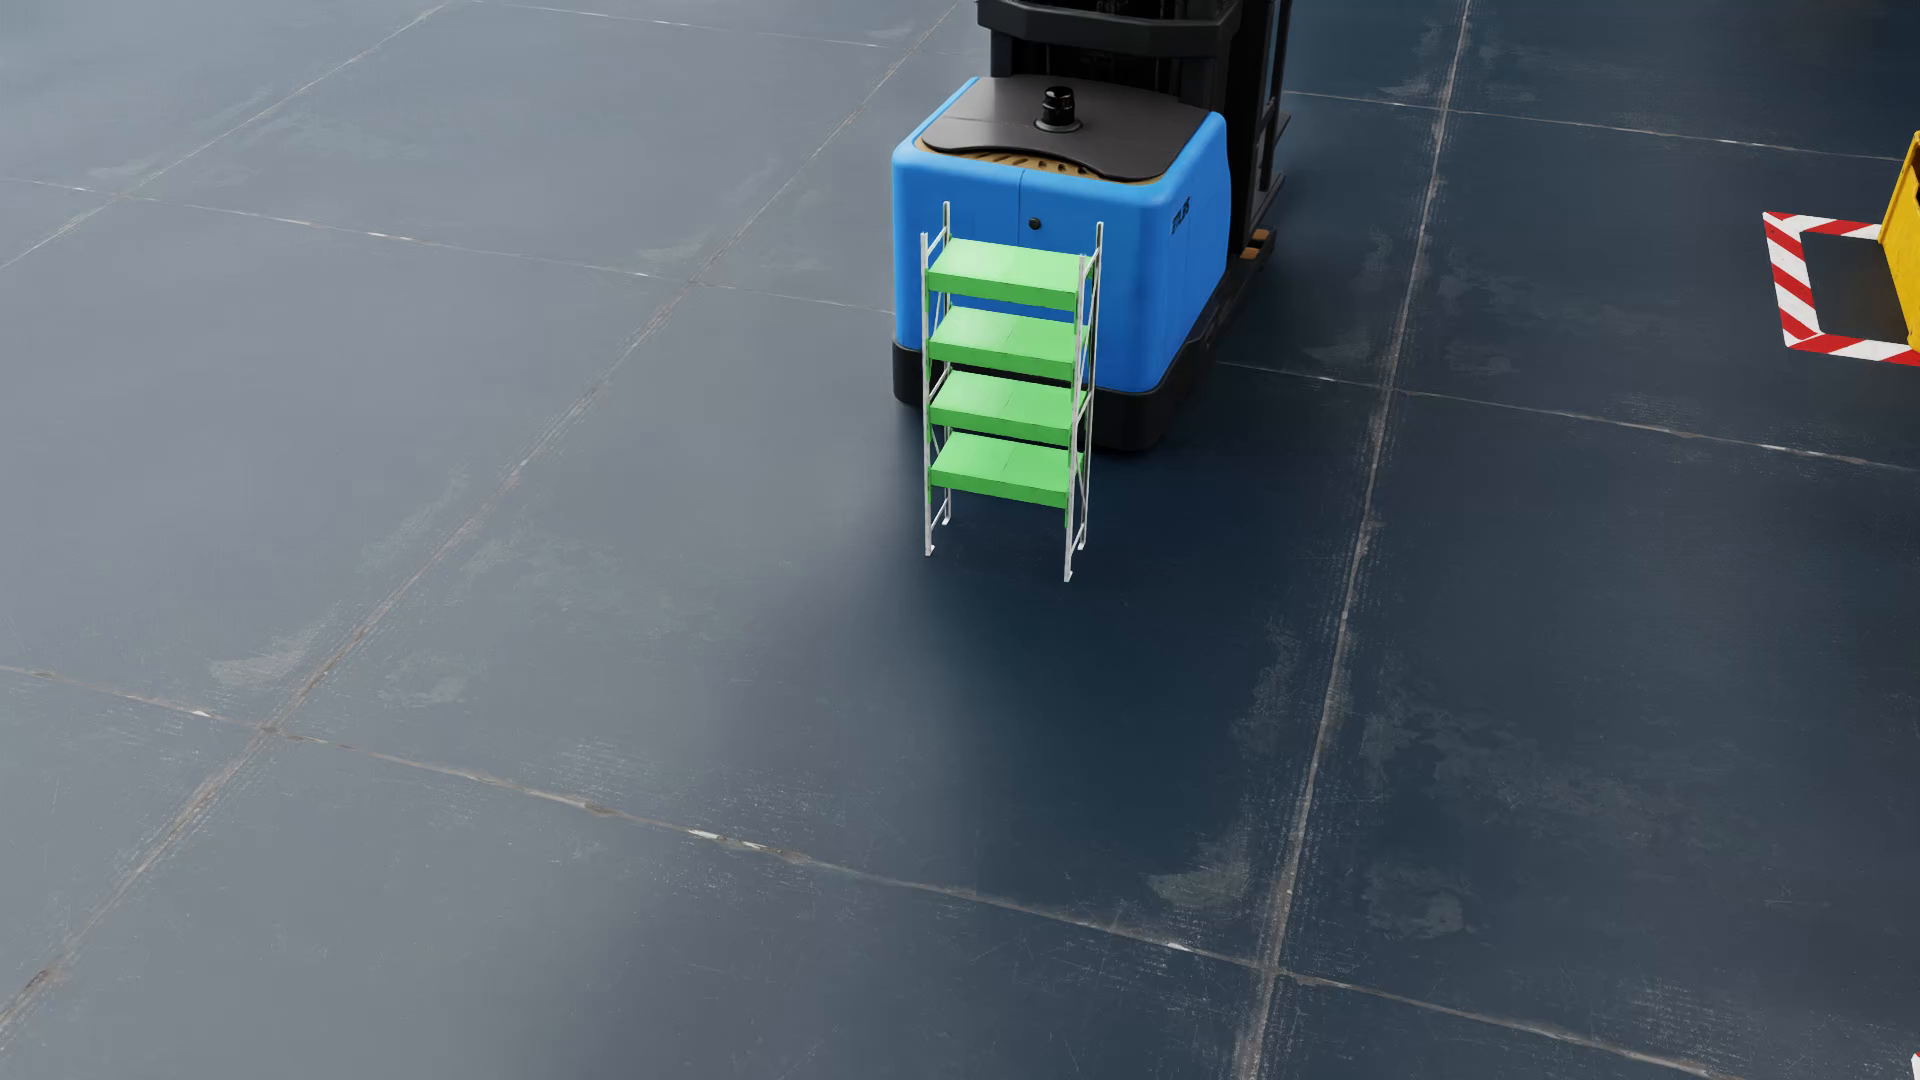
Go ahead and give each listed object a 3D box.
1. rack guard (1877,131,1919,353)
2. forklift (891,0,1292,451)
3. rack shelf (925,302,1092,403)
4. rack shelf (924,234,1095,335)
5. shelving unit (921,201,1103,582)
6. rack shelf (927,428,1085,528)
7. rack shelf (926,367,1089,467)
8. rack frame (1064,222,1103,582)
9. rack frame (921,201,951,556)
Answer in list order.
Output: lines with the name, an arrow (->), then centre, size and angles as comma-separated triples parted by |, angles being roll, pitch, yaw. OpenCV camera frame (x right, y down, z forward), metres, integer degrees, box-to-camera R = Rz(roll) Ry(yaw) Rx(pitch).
rack guard -> 4.222, -1.263, 7.045 | 0.348, 0.500, 1.175 | 10, 38, 14
forklift -> 0.763, -2.375, 6.505 | 1.130, 2.935, 3.031 | 13, 38, 17
rack shelf -> 0.158, -0.596, 5.250 | 0.480, 0.148, 0.258 | 10, 38, 14
rack shelf -> 0.158, -0.789, 5.108 | 0.480, 0.148, 0.258 | 10, 38, 14
shelving unit -> 0.158, -0.454, 5.355 | 0.503, 1.200, 0.258 | 10, 38, 14
rack shelf -> 0.158, -0.209, 5.535 | 0.480, 0.148, 0.258 | 10, 38, 14
rack shelf -> 0.158, -0.402, 5.392 | 0.480, 0.148, 0.258 | 10, 38, 14
rack frame -> 0.391, -0.411, 5.296 | 0.015, 1.200, 0.240 | 10, 38, 14
rack frame -> -0.075, -0.497, 5.413 | 0.015, 1.200, 0.240 | 10, 38, 14
